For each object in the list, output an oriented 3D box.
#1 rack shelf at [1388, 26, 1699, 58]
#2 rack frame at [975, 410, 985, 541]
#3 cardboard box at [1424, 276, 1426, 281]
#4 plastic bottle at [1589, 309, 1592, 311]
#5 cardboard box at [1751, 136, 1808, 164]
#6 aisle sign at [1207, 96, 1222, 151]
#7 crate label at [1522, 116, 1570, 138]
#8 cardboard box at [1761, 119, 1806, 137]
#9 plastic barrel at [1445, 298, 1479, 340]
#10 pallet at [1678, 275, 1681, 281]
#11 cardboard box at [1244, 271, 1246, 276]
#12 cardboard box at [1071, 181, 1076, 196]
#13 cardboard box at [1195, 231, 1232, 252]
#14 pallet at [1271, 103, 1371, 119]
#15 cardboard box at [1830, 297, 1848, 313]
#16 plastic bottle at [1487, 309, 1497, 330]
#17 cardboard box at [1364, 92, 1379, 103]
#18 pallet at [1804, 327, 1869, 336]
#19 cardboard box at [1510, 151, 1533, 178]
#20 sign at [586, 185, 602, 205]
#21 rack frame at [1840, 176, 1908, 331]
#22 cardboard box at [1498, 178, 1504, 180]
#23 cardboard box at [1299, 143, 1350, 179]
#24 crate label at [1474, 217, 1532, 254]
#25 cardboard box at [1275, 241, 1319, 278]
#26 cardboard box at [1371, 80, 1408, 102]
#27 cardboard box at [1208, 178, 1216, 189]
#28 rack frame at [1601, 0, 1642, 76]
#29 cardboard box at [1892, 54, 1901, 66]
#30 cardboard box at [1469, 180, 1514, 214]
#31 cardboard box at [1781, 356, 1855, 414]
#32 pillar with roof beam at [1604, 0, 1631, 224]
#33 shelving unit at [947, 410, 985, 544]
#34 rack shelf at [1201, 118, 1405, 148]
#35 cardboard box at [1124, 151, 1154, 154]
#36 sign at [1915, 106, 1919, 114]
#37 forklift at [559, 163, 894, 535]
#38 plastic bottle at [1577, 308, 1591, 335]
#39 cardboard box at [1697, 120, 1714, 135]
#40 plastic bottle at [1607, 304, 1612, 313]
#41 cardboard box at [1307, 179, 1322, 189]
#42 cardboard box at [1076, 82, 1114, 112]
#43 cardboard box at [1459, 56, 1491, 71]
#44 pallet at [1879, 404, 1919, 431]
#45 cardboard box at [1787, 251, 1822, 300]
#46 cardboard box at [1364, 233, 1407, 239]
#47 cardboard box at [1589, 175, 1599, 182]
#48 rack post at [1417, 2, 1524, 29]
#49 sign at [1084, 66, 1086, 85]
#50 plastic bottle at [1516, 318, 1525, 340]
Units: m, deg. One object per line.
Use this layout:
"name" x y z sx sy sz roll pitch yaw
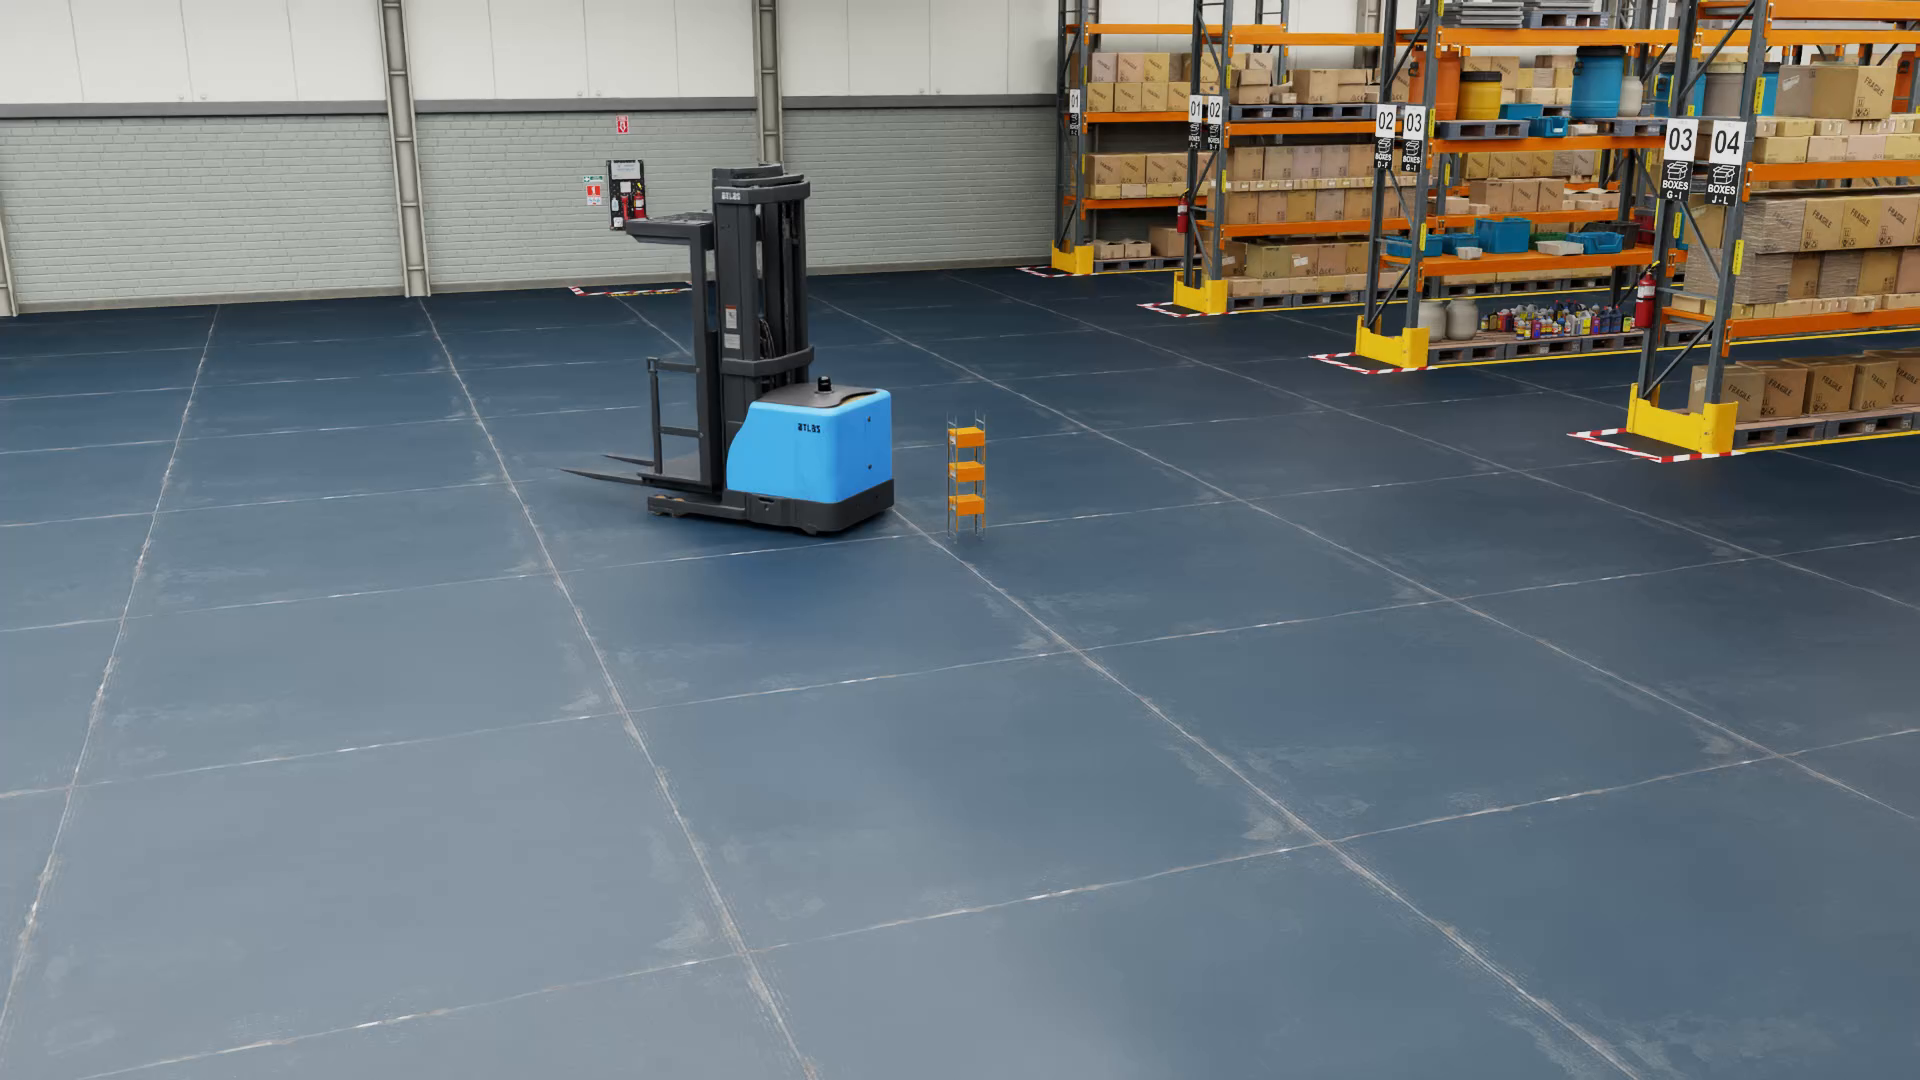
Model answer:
"rack shelf" 7.388 -6.296 21.054 4.000 0.370 1.077 -6 17 -20
"rack frame" 0.164 -0.521 13.511 0.008 1.050 0.200 -6 17 -20
"cardboard box" 7.771 -4.460 27.597 0.500 0.250 0.500 -6 18 -21
"plastic bottle" 8.707 -3.098 23.009 0.097 0.201 0.097 0 16 0
"cardboard box" 7.835 -3.798 16.149 0.500 0.250 0.500 -6 17 -18
"aisle sign" 3.800 -6.217 24.831 0.004 0.787 0.394 -6 17 -20
"crate label" 7.387 -5.223 20.999 0.408 0.251 0.502 -6 17 -20
"cardboard box" 7.910 -3.976 16.049 0.250 0.149 0.380 -6 17 -19
"plastic barrel" 6.576 -2.898 21.812 0.421 0.512 0.421 0 16 0
"pallet" 13.070 -4.712 29.271 1.213 0.211 1.003 -6 17 -20
"cardboard box" 4.610 -4.124 26.453 0.500 0.250 0.500 -6 17 -20
"cardboard box" 2.343 -6.395 30.283 0.500 0.250 0.500 -6 17 -19
"cardboard box" 4.756 -5.659 31.202 0.500 0.500 0.500 -8 18 -24
"pallet" 5.562 -6.642 25.726 1.213 0.211 1.003 -6 17 -20
"cardboard box" 8.809 -2.423 16.972 0.250 0.149 0.380 -6 17 -20
"plastic bottle" 7.182 -2.978 22.455 0.133 0.283 0.061 -6 17 -19
"cardboard box" 6.459 -6.854 25.742 0.250 0.149 0.380 -6 17 -20
"pallet" 12.254 -3.154 23.963 1.213 0.211 1.003 -6 17 -20
"cardboard box" 10.947 -7.448 32.897 0.500 0.500 0.500 -6 17 -20
"sign" -6.157 -5.802 27.969 0.234 0.329 0.001 -6 17 -20
"rack frame" 12.991 -4.560 23.801 0.127 3.000 1.000 -6 17 -20
"cardboard box" 10.544 -7.113 32.906 0.250 0.149 0.380 -6 18 -21
"cardboard box" 5.669 -5.932 25.995 0.500 0.500 0.700 -6 17 -20
"crate label" 7.143 -4.027 21.924 0.616 0.435 0.502 -6 17 -20
"cardboard box" 5.261 -4.399 26.058 0.500 0.500 0.500 -6 17 -20
"cardboard box" 8.203 -8.558 31.875 0.637 0.503 0.797 -4 17 -12
"cardboard box" 4.041 -5.504 25.690 0.250 0.149 0.380 -6 18 -21
"rack frame" 13.181 -10.448 33.205 0.127 3.000 1.000 -6 17 -20
"cardboard box" 16.380 -8.358 29.459 0.500 0.500 0.700 -6 17 -20
"cardboard box" 8.702 -5.634 27.283 0.500 0.500 0.500 -5 17 -16
"cardboard box" 9.020 -1.638 17.543 0.500 0.500 0.500 -4 17 -15
"pillar with roof beam" 15.066 -9.613 30.364 0.400 9.000 9.100 -6 17 -20
"shelving unit" 0.050 -0.509 13.469 0.252 1.050 0.215 -6 17 -20
"rack shelf" 5.619 -6.352 25.859 4.000 0.370 1.077 -6 17 -20
"cardboard box" 3.295 -6.862 30.541 0.500 0.500 0.500 -7 18 -22
"sign" 13.195 -5.804 22.903 0.005 0.325 0.100 -6 17 -20
"forklift" -2.120 -1.722 14.259 3.031 2.935 1.130 8 18 26
"plastic bottle" 8.277 -2.904 22.083 0.185 0.351 0.144 -6 17 -20
"cardboard box" 7.441 -4.118 16.534 0.250 0.149 0.380 -6 17 -20
"plastic bottle" 8.706 -2.994 22.389 0.185 0.351 0.144 -6 17 -20
"cardboard box" 5.397 -5.529 25.774 0.250 0.149 0.380 -6 18 -21
"cardboard box" 2.378 -7.824 29.382 0.500 0.500 0.500 -6 17 -19
"cardboard box" 8.077 -7.440 26.477 0.500 0.500 0.500 -6 17 -19
"pallet" 10.414 -1.438 18.121 1.213 0.211 1.003 -6 17 -20
"cardboard box" 8.241 -2.771 17.004 0.500 0.500 0.875 -6 17 -20
"cardboard box" 6.942 -4.737 27.211 0.500 0.500 0.500 -6 17 -20
"cardboard box" 12.740 -7.318 33.606 0.250 0.149 0.380 -6 17 -19
"rack post" 6.272 -6.434 20.425 0.954 0.300 0.937 -4 17 -14
"sign" 2.170 -8.075 28.899 0.005 0.325 0.100 -6 17 -20
"plastic bottle" 7.325 -2.756 21.720 0.097 0.271 0.097 0 16 0
